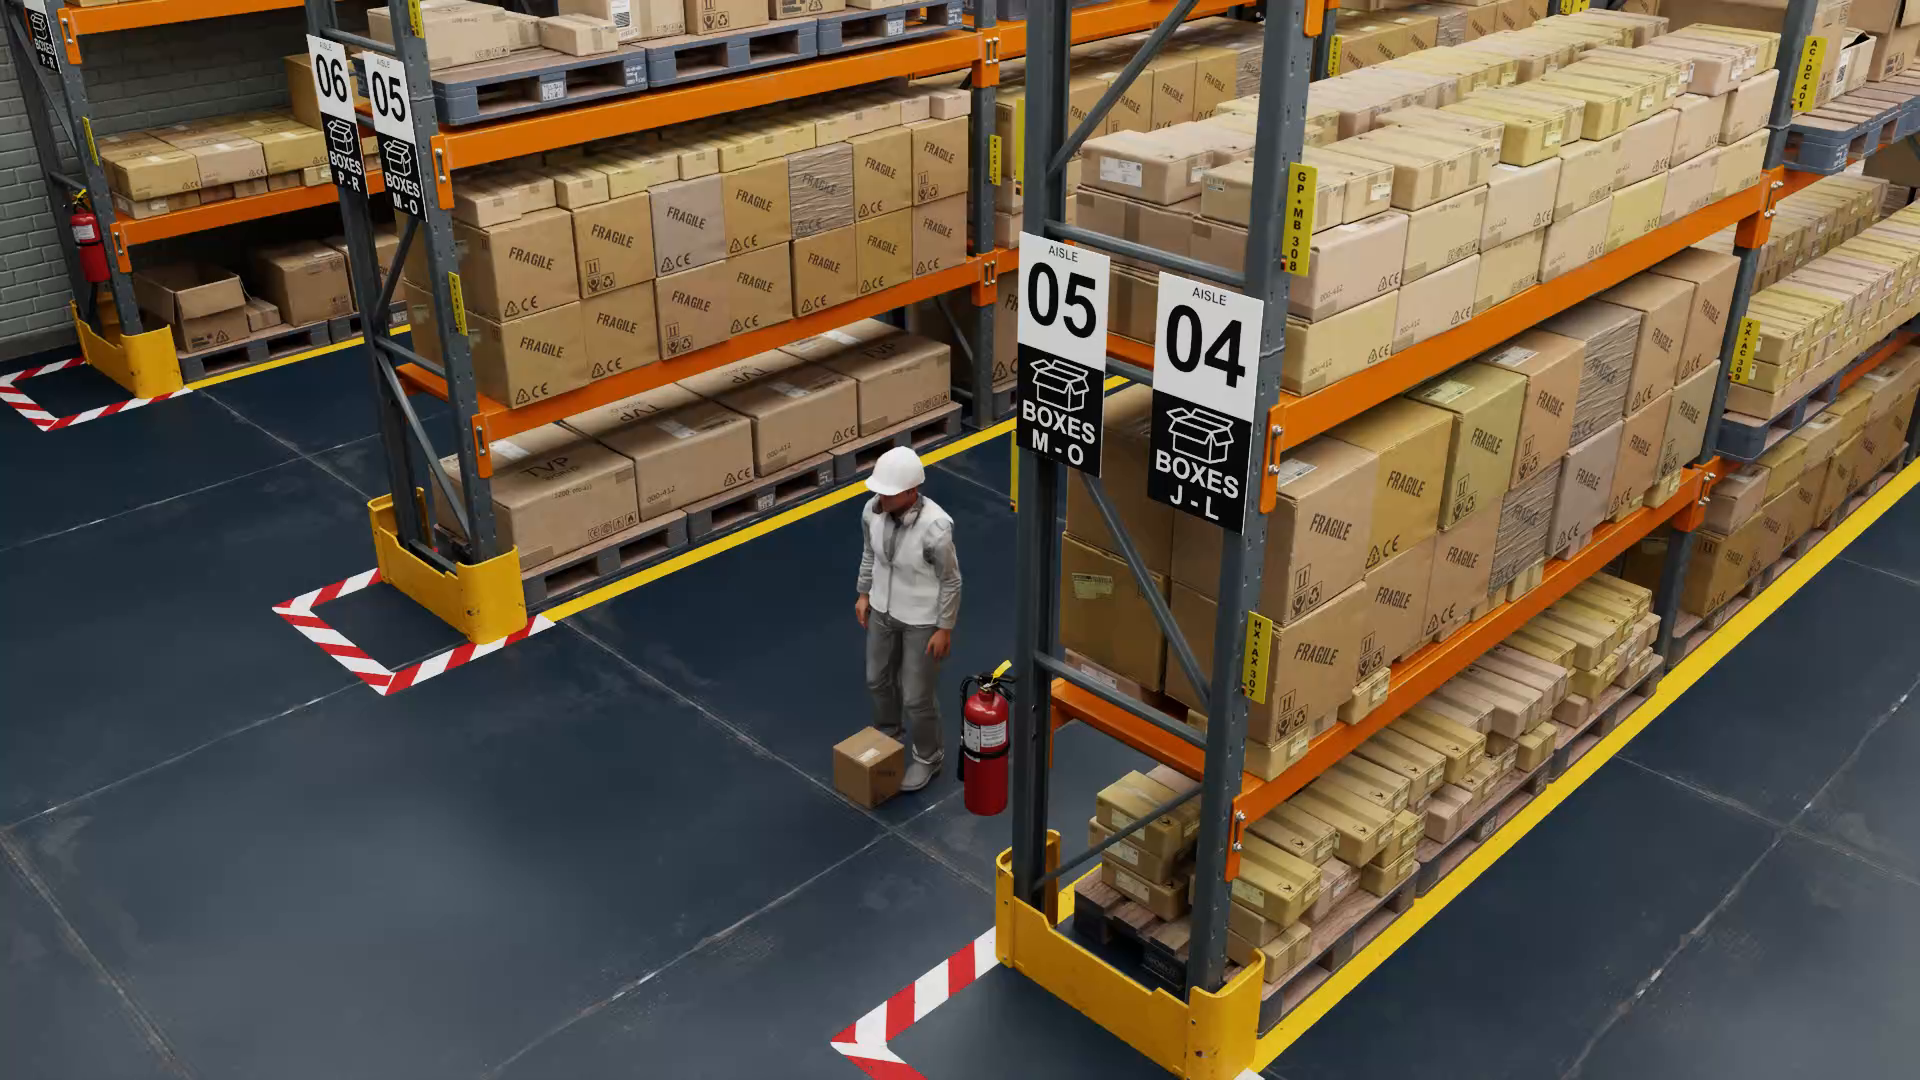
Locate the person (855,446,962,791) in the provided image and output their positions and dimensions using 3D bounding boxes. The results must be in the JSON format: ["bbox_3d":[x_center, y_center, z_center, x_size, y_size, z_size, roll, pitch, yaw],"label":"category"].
[{"bbox_3d":[-0.258,0.350,7.926,0.590,1.767,0.465,22,35,36],"label":"person"}]
